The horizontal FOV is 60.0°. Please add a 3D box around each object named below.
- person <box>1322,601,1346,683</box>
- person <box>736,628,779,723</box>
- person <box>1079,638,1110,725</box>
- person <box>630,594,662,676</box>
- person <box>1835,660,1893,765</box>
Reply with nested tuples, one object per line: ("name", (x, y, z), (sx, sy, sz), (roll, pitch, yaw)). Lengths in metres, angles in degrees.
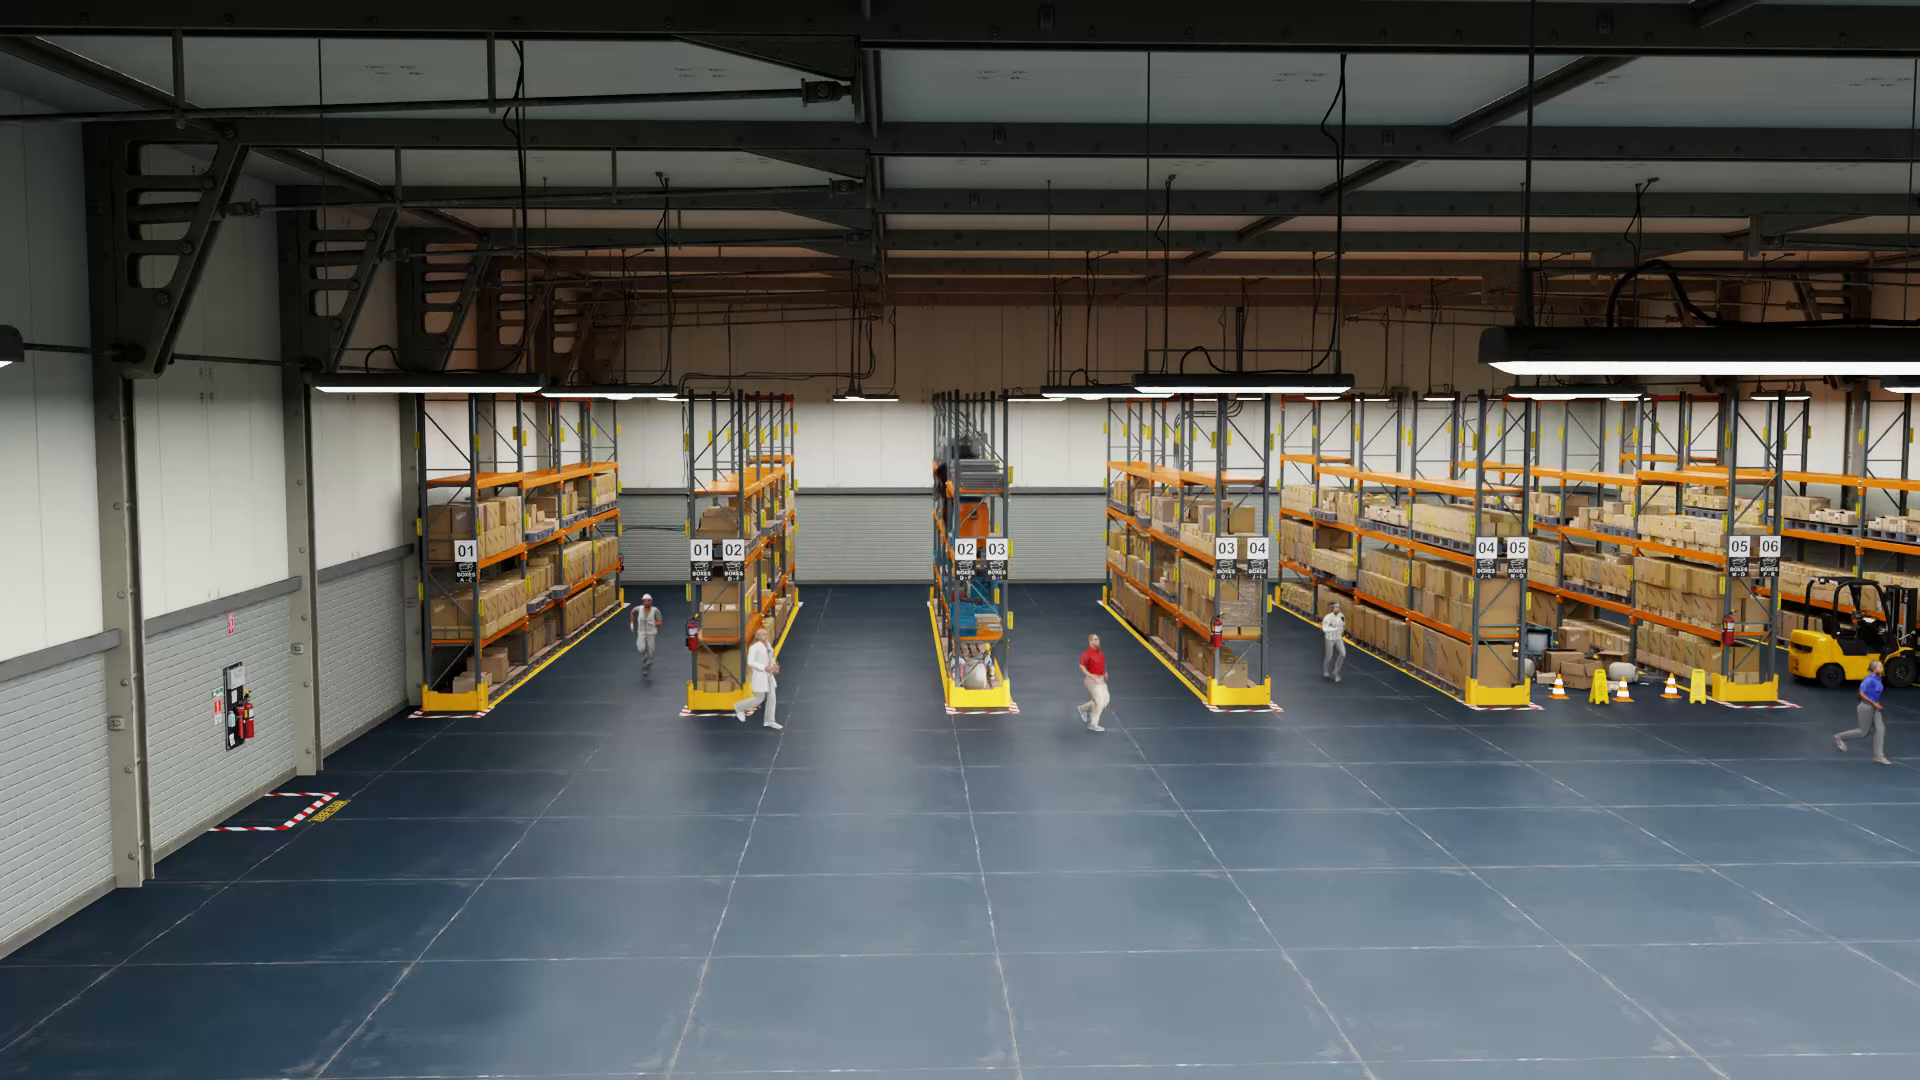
("person", (7.741, 2.078, 34.421), (0.639, 1.698, 0.803), (-1, 5, -16))
("person", (-3.557, 2.399, 29.530), (0.791, 1.682, 0.719), (2, 5, 28))
("person", (2.346, 2.488, 29.296), (0.506, 1.546, 0.640), (3, 5, 31))
("person", (-6.574, 1.986, 34.814), (0.700, 1.729, 0.796), (0, 5, -3))
("person", (7.361, 1.127, 36.935), (4.082, 3.205, 25.779), (-4, 6, -43))
